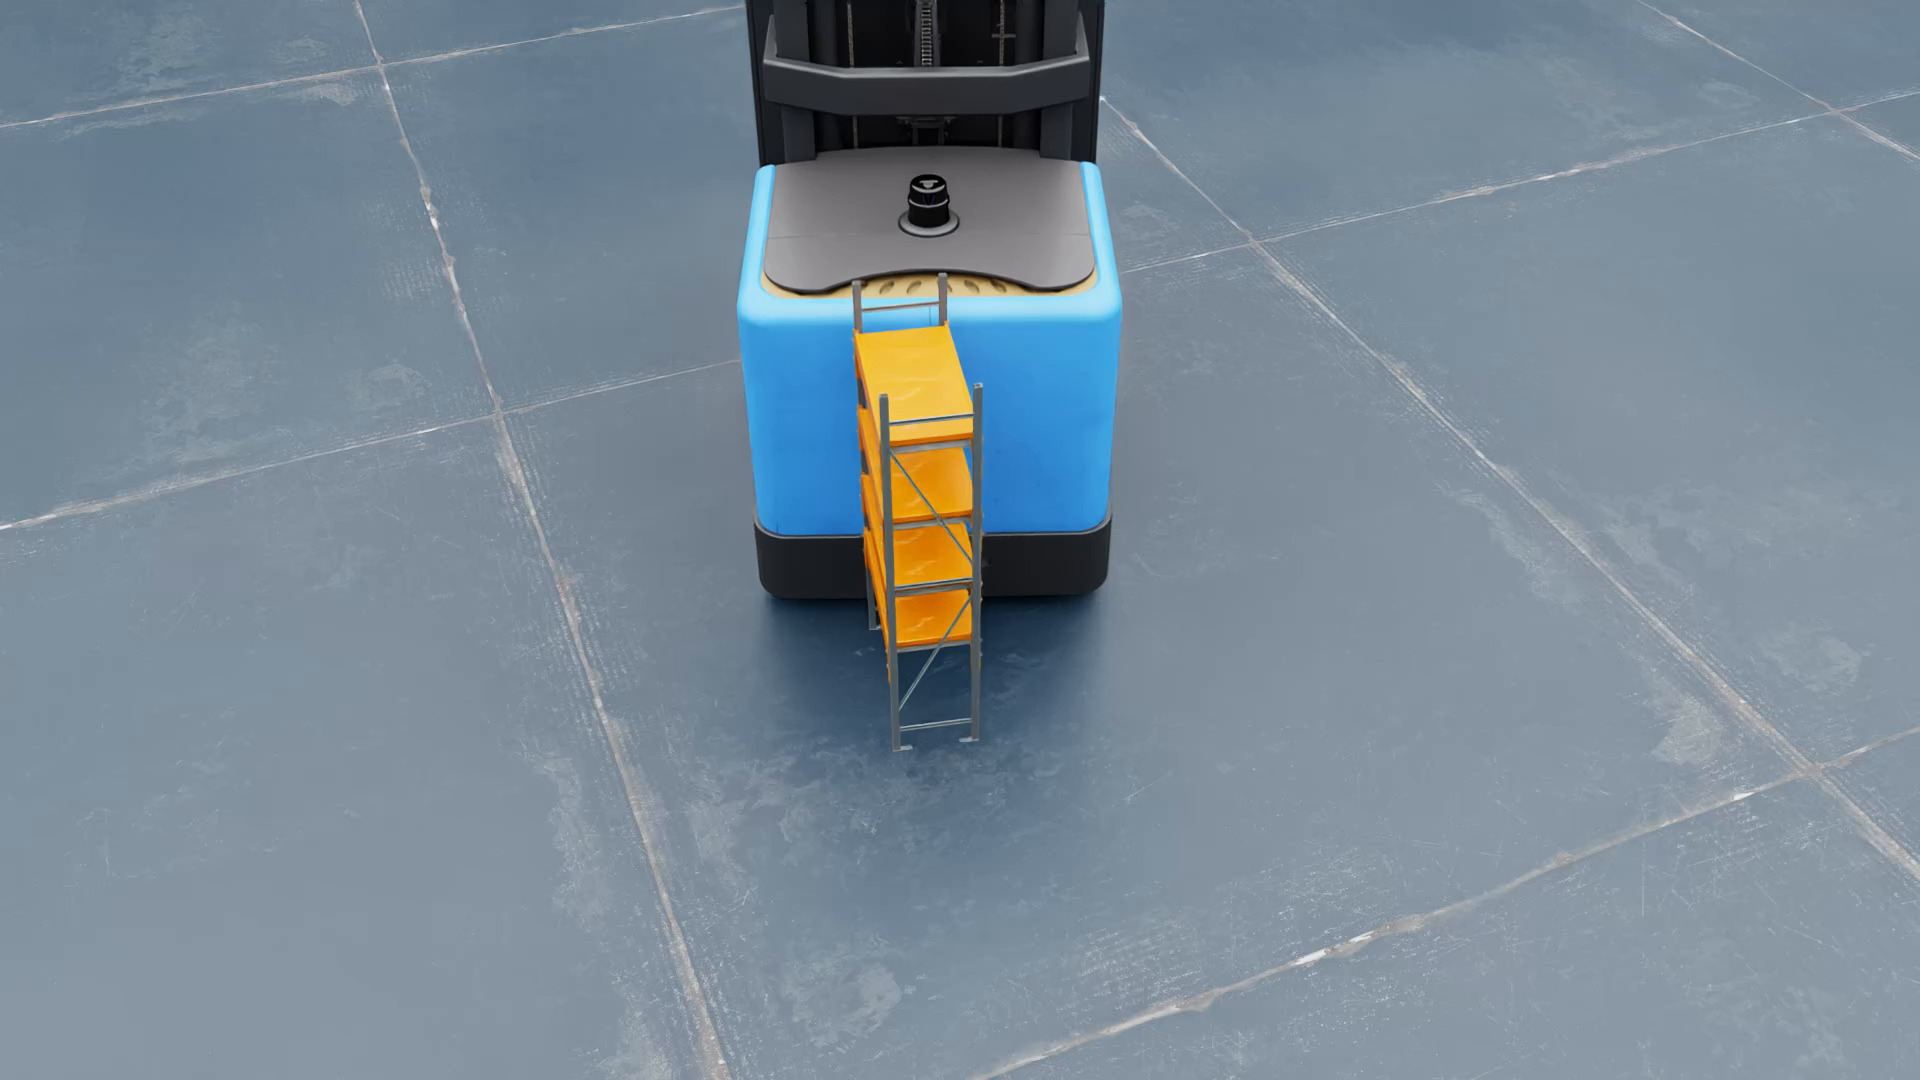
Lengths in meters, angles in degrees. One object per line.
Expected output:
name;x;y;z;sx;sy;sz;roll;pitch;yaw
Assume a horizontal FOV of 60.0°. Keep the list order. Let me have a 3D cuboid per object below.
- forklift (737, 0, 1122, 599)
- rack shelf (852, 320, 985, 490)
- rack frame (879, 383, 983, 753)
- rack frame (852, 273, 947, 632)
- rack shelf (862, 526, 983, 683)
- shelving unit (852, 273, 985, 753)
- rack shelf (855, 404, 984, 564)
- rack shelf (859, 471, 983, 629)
forklift;-0.110;-1.873;5.181;1.130;2.935;3.031;-1;41;-1
rack shelf;-0.109;-0.343;4.125;0.258;0.148;0.480;-7;41;-8
rack frame;-0.066;0.112;4.200;0.240;1.200;0.015;-7;41;-8
rack frame;-0.152;-0.201;4.564;0.240;1.200;0.015;-7;41;-8
rack shelf;-0.109;0.157;4.555;0.258;0.148;0.480;-7;41;-8
shelving unit;-0.109;-0.045;4.382;0.258;1.200;0.503;-7;41;-8
rack shelf;-0.109;-0.163;4.280;0.258;0.148;0.480;-7;41;-8
rack shelf;-0.109;0.006;4.426;0.258;0.148;0.480;-7;41;-8
